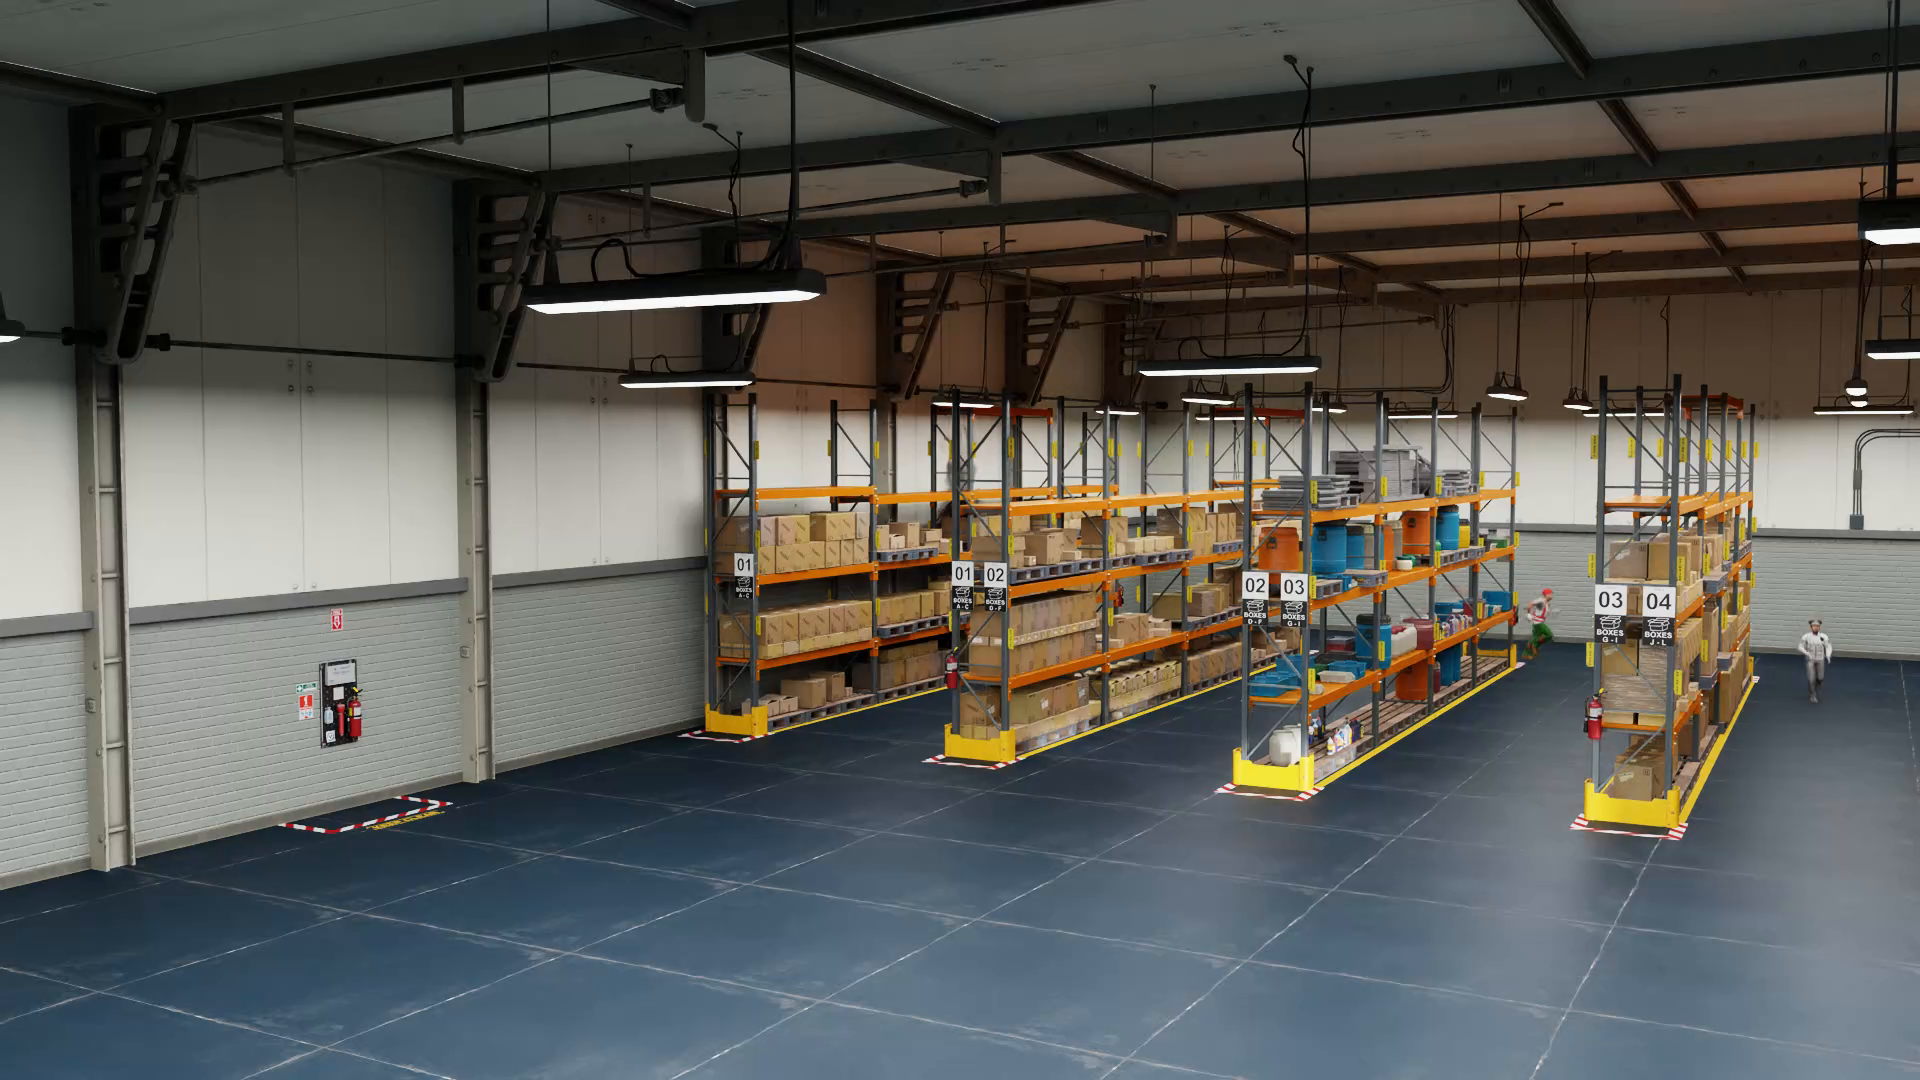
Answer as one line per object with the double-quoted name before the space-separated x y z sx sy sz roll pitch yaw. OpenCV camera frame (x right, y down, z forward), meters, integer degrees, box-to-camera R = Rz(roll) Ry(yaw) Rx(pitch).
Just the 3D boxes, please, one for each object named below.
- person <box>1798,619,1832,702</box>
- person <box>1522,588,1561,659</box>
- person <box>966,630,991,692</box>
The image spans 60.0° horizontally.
"person" 17.003 2.397 33.059 0.613 1.658 0.544 1 3 22
"person" 13.829 1.995 39.575 0.846 1.700 0.645 2 3 27
"person" 0.402 2.395 32.516 0.650 1.781 0.966 1 3 16
